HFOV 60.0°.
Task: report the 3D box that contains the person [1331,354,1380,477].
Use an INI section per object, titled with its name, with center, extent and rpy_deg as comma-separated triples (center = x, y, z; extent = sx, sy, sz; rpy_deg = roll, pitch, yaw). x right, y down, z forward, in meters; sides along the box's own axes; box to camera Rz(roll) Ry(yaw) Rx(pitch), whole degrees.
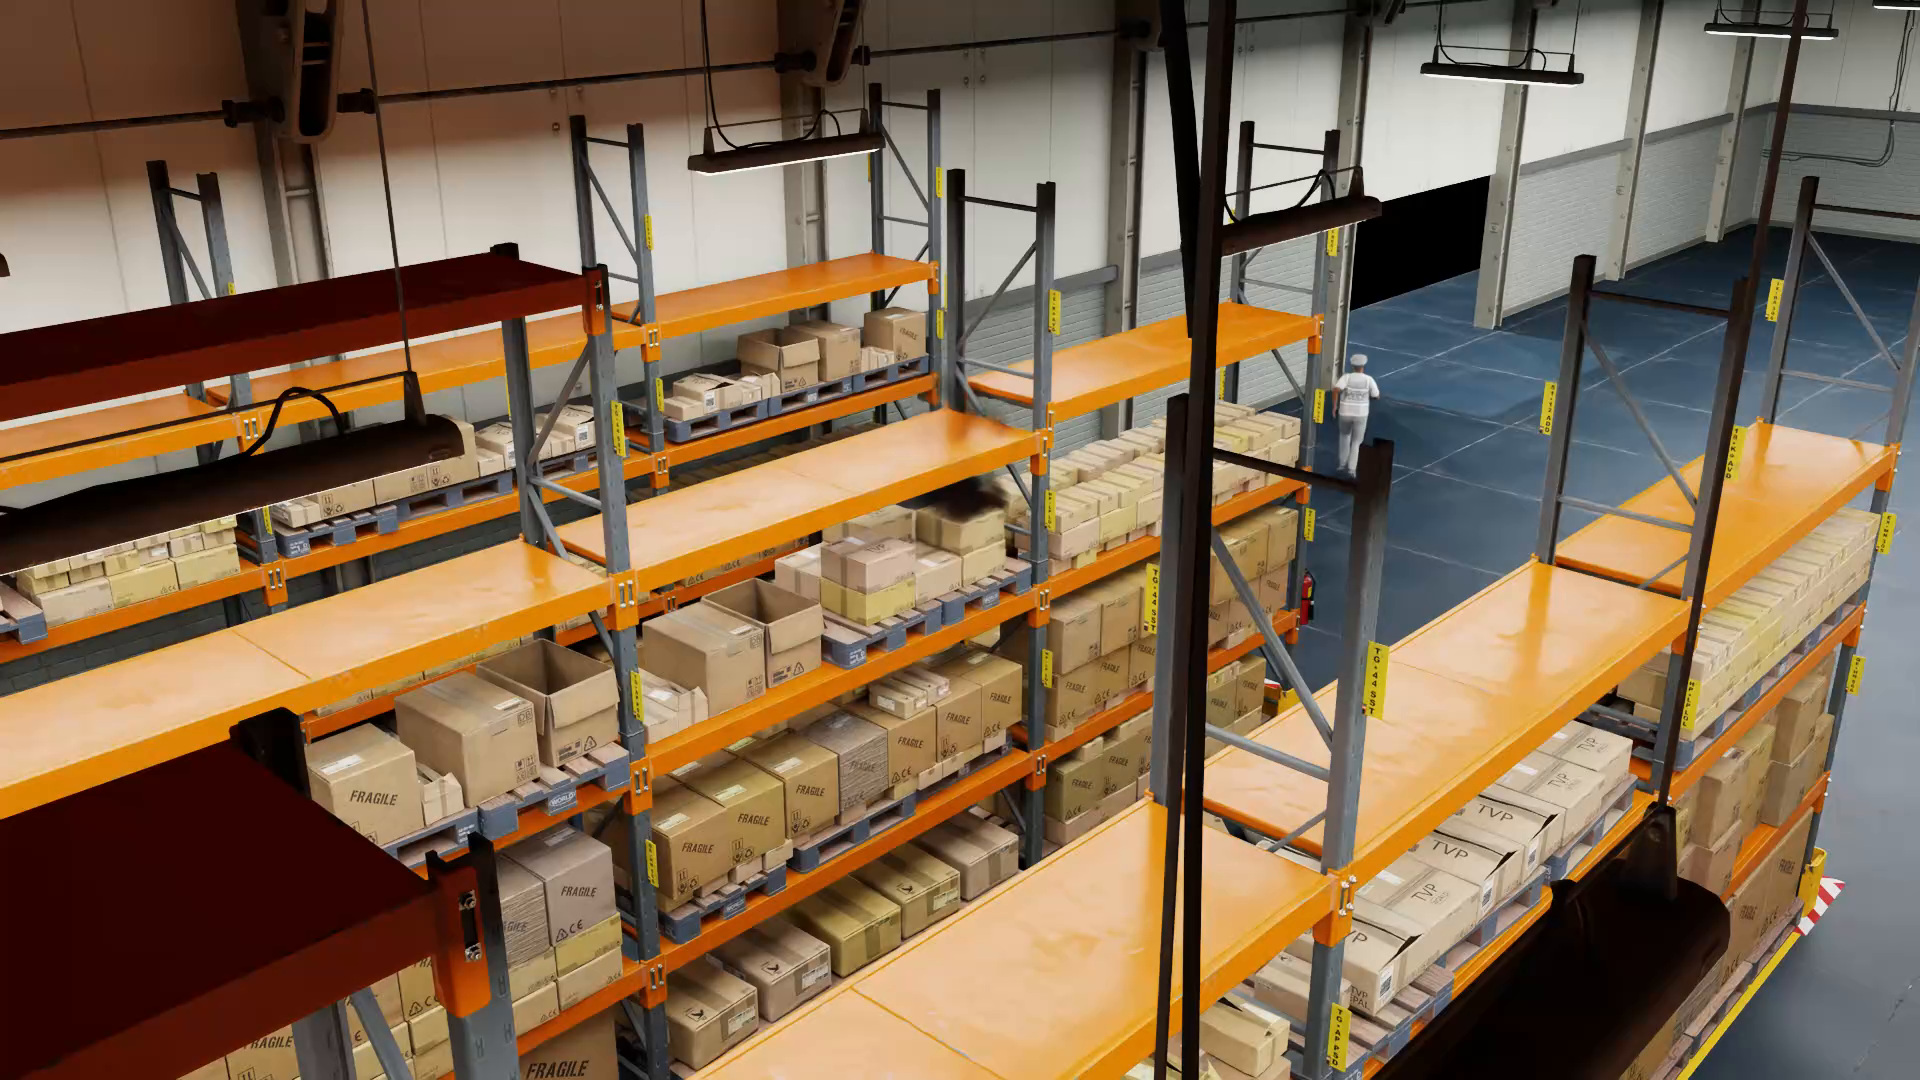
[person]
center = 5.722, -1.773, 24.156
extent = 0.652, 1.863, 0.832
rpy_deg = 7, 22, 18
